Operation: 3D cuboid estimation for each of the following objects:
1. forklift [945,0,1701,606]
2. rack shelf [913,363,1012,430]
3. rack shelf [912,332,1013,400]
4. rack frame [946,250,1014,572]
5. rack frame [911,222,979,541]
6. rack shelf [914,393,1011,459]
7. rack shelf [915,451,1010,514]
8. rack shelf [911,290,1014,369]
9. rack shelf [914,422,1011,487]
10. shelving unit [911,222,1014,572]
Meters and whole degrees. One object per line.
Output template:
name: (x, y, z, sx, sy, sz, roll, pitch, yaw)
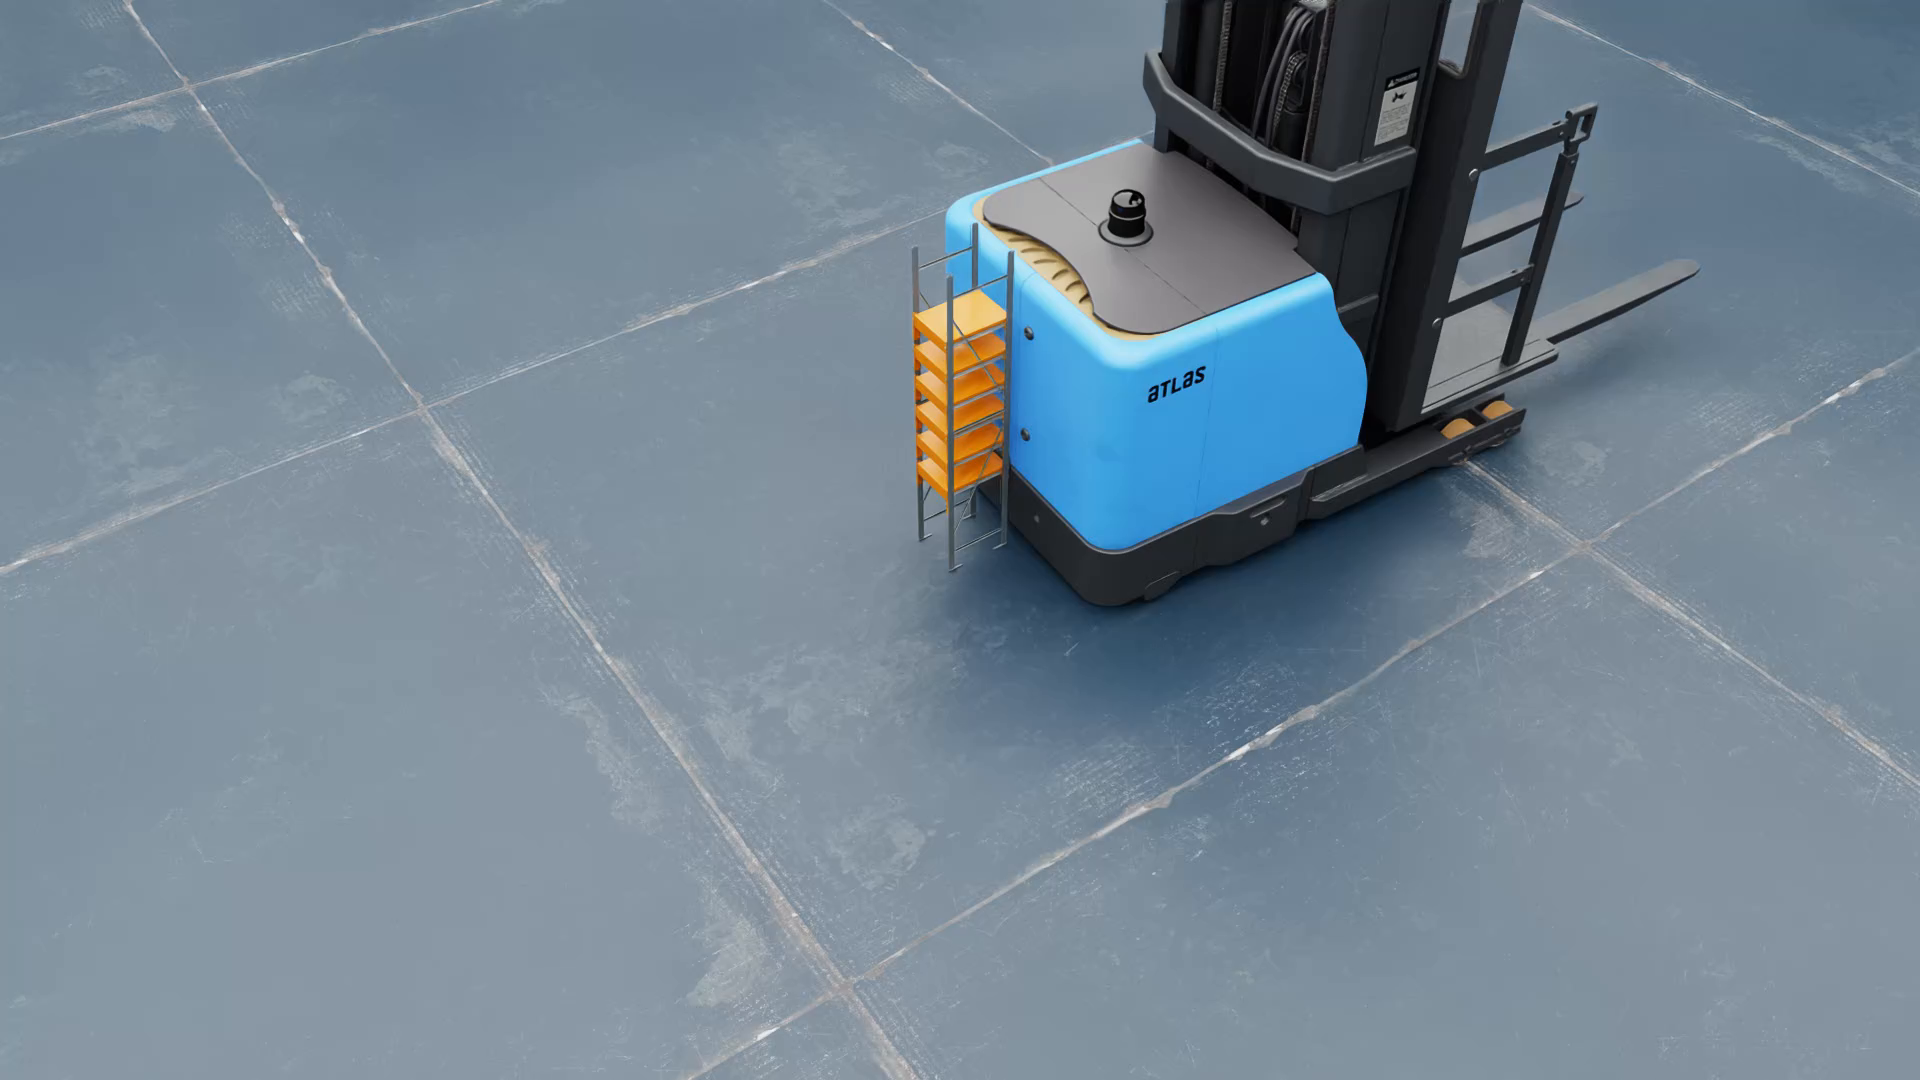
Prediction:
forklift: (1.462, -1.622, 5.327, 3.031, 2.935, 1.130, -23, 48, -22)
rack shelf: (0.008, -0.480, 5.275, 0.258, 0.103, 0.180, -26, 49, -24)
rack shelf: (0.008, -0.567, 5.192, 0.258, 0.103, 0.180, -26, 49, -24)
rack frame: (0.061, -0.374, 5.273, 0.240, 1.200, 0.006, -26, 49, -24)
rack frame: (-0.044, -0.478, 5.381, 0.240, 1.200, 0.006, -26, 49, -24)
rack shelf: (0.008, -0.394, 5.358, 0.258, 0.103, 0.180, -26, 49, -24)
rack shelf: (0.008, -0.220, 5.524, 0.258, 0.103, 0.180, -26, 49, -24)
rack shelf: (0.008, -0.654, 5.109, 0.258, 0.103, 0.180, -26, 49, -24)
rack shelf: (0.008, -0.307, 5.441, 0.258, 0.103, 0.180, -26, 49, -24)
shelving unit: (0.008, -0.426, 5.327, 0.258, 1.200, 0.189, -26, 49, -24)
